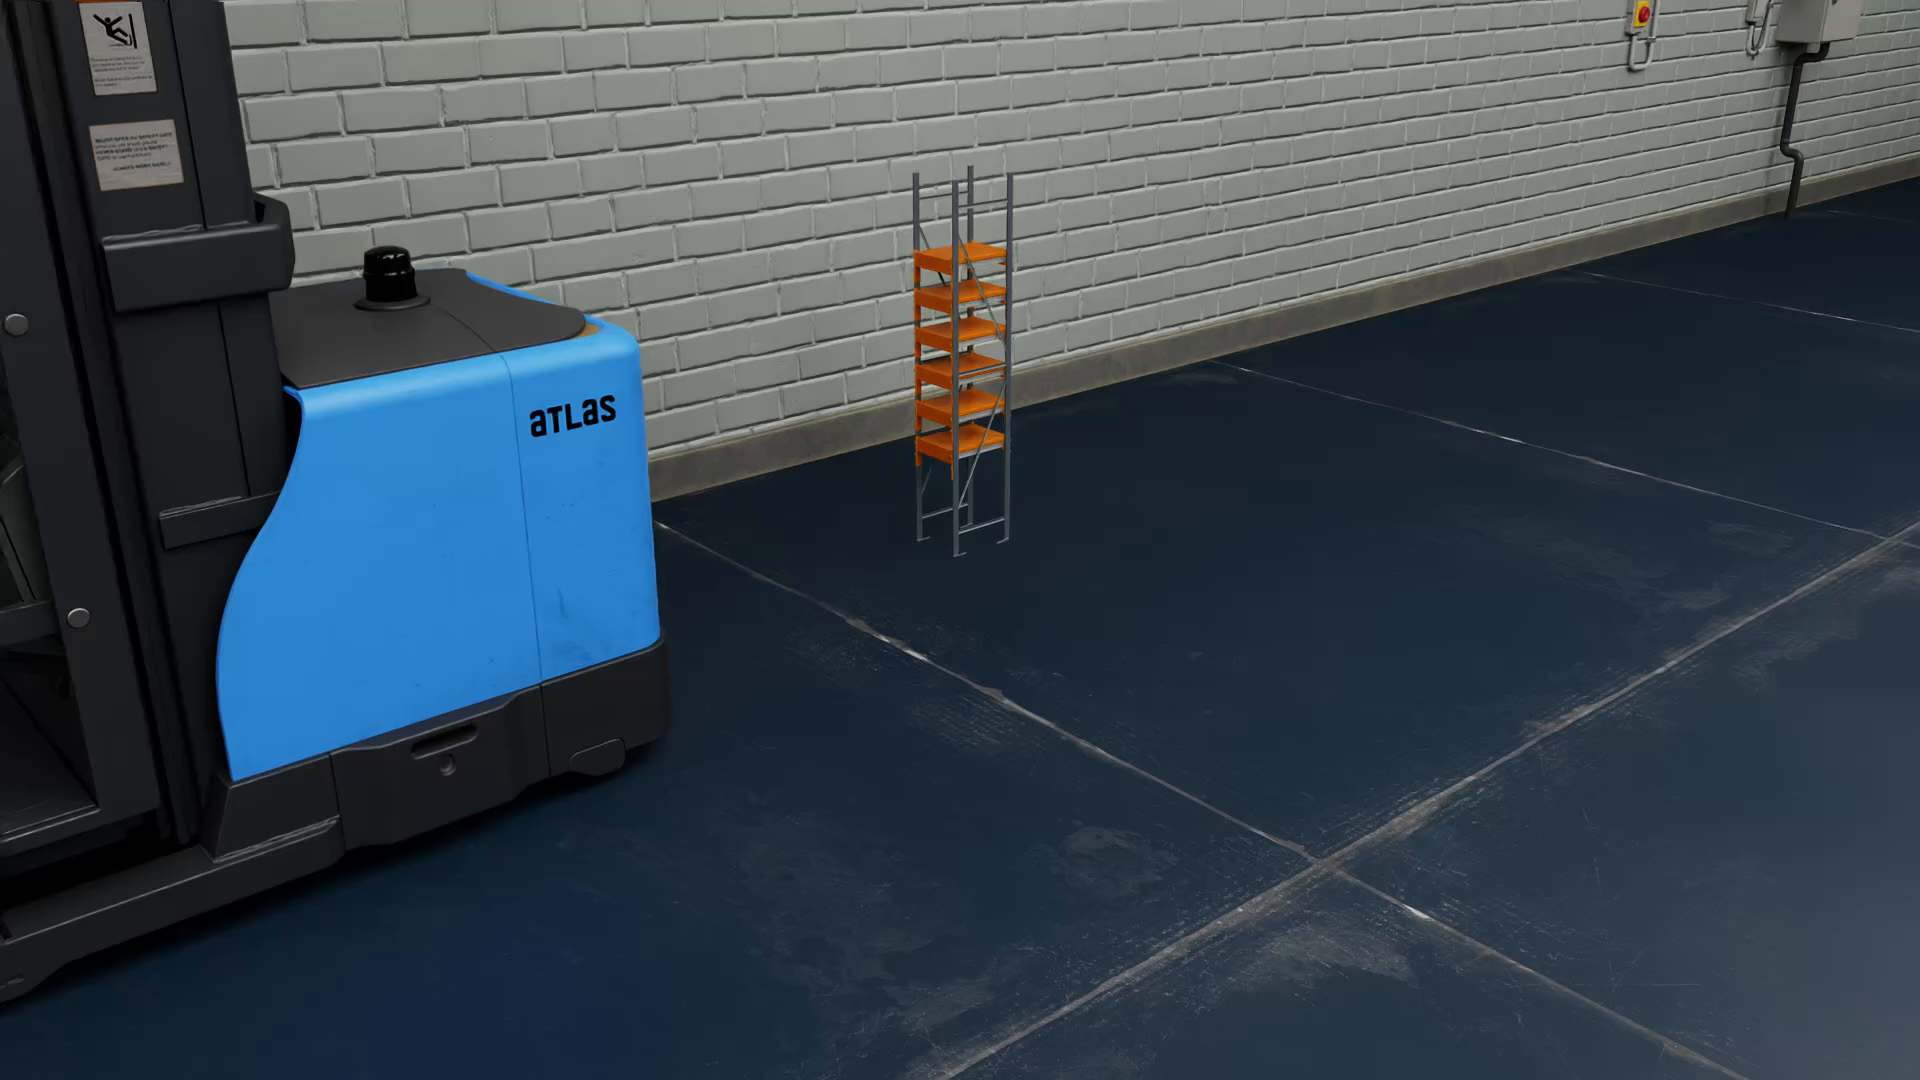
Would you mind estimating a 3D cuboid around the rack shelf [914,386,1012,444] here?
[{"bbox_3d":[0.009,-0.402,5.315,0.258,0.103,0.180,-17,27,-37],"label":"rack shelf"}]

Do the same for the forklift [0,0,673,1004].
[{"bbox_3d":[-2.153,-0.614,3.034,3.031,2.935,1.130,-18,28,-38],"label":"forklift"}]

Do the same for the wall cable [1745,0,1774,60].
[{"bbox_3d":[4.813,-3.840,9.781,0.588,1.984,0.122,-17,27,-37],"label":"wall cable"}]

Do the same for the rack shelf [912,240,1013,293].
[{"bbox_3d":[0.009,-0.849,5.140,0.258,0.103,0.180,-17,27,-37],"label":"rack shelf"}]

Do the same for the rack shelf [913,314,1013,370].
[{"bbox_3d":[0.009,-0.625,5.227,0.258,0.103,0.180,-17,27,-37],"label":"rack shelf"}]

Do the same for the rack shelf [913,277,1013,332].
[{"bbox_3d":[0.009,-0.737,5.184,0.258,0.103,0.180,-17,27,-37],"label":"rack shelf"}]

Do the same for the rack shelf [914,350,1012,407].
[{"bbox_3d":[0.009,-0.513,5.271,0.258,0.103,0.180,-17,27,-37],"label":"rack shelf"}]

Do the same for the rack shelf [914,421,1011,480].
[{"bbox_3d":[0.009,-0.290,5.359,0.258,0.103,0.180,-17,27,-37],"label":"rack shelf"}]

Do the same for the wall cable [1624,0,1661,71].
[{"bbox_3d":[3.746,-3.513,8.905,0.585,1.953,0.123,-17,27,-37],"label":"wall cable"}]

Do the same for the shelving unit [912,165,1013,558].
[{"bbox_3d":[0.009,-0.555,5.255,0.258,1.200,0.189,-17,27,-37],"label":"shelving unit"}]

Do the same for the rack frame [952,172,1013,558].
[{"bbox_3d":[0.069,-0.529,5.190,0.240,1.200,0.006,-17,27,-37],"label":"rack frame"}]

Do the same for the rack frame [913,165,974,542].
[{"bbox_3d":[-0.050,-0.580,5.320,0.240,1.200,0.006,-17,27,-37],"label":"rack frame"}]

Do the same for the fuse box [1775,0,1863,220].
[{"bbox_3d":[5.433,-2.886,10.505,0.539,1.711,0.414,-17,27,-37],"label":"fuse box"}]
